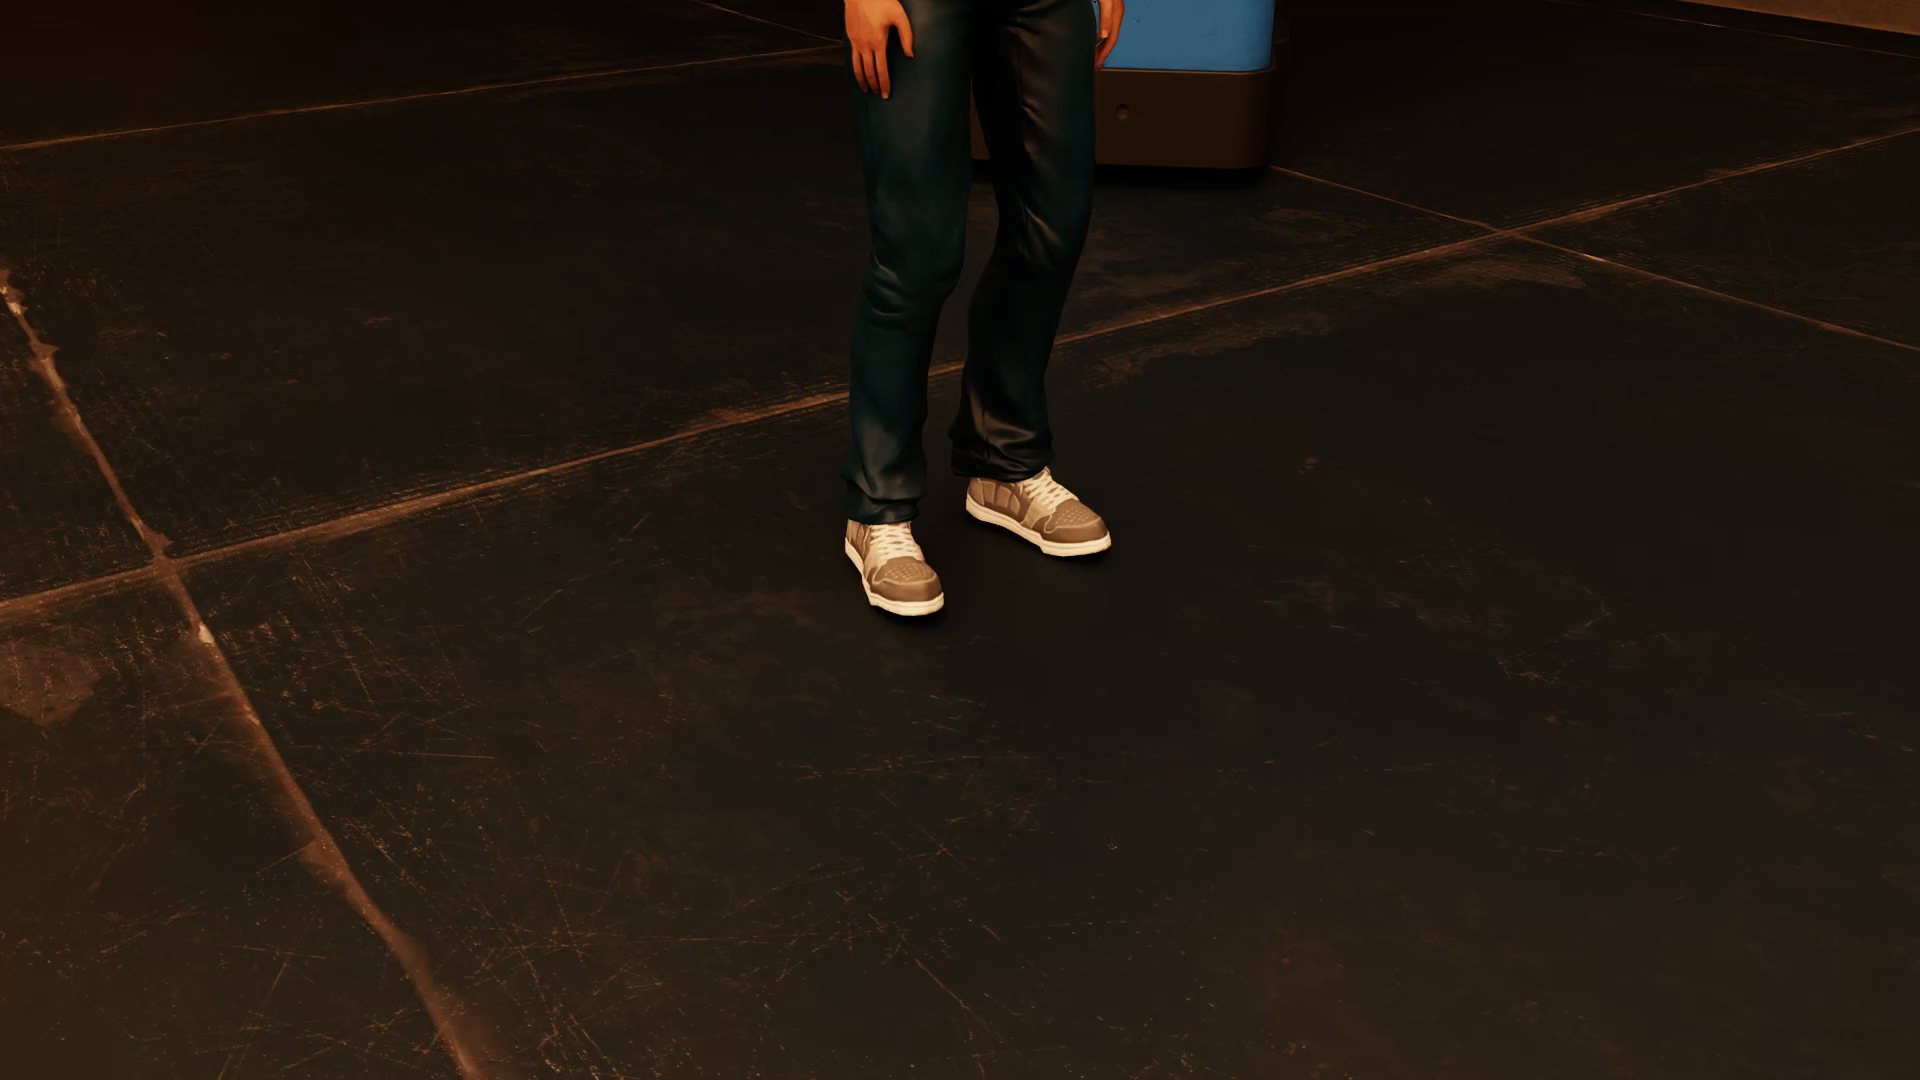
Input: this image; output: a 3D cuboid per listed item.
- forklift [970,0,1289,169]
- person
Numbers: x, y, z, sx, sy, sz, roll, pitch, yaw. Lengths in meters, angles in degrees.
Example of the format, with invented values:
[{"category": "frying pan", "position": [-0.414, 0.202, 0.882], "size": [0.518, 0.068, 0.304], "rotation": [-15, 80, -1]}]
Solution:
[{"category": "forklift", "position": [0.490, -2.883, 4.979], "size": [1.130, 2.935, 3.031], "rotation": [4, 27, 8]}, {"category": "person", "position": [0.021, -0.706, 2.133], "size": [0.481, 1.592, 0.345], "rotation": [-20, 33, -34]}]
